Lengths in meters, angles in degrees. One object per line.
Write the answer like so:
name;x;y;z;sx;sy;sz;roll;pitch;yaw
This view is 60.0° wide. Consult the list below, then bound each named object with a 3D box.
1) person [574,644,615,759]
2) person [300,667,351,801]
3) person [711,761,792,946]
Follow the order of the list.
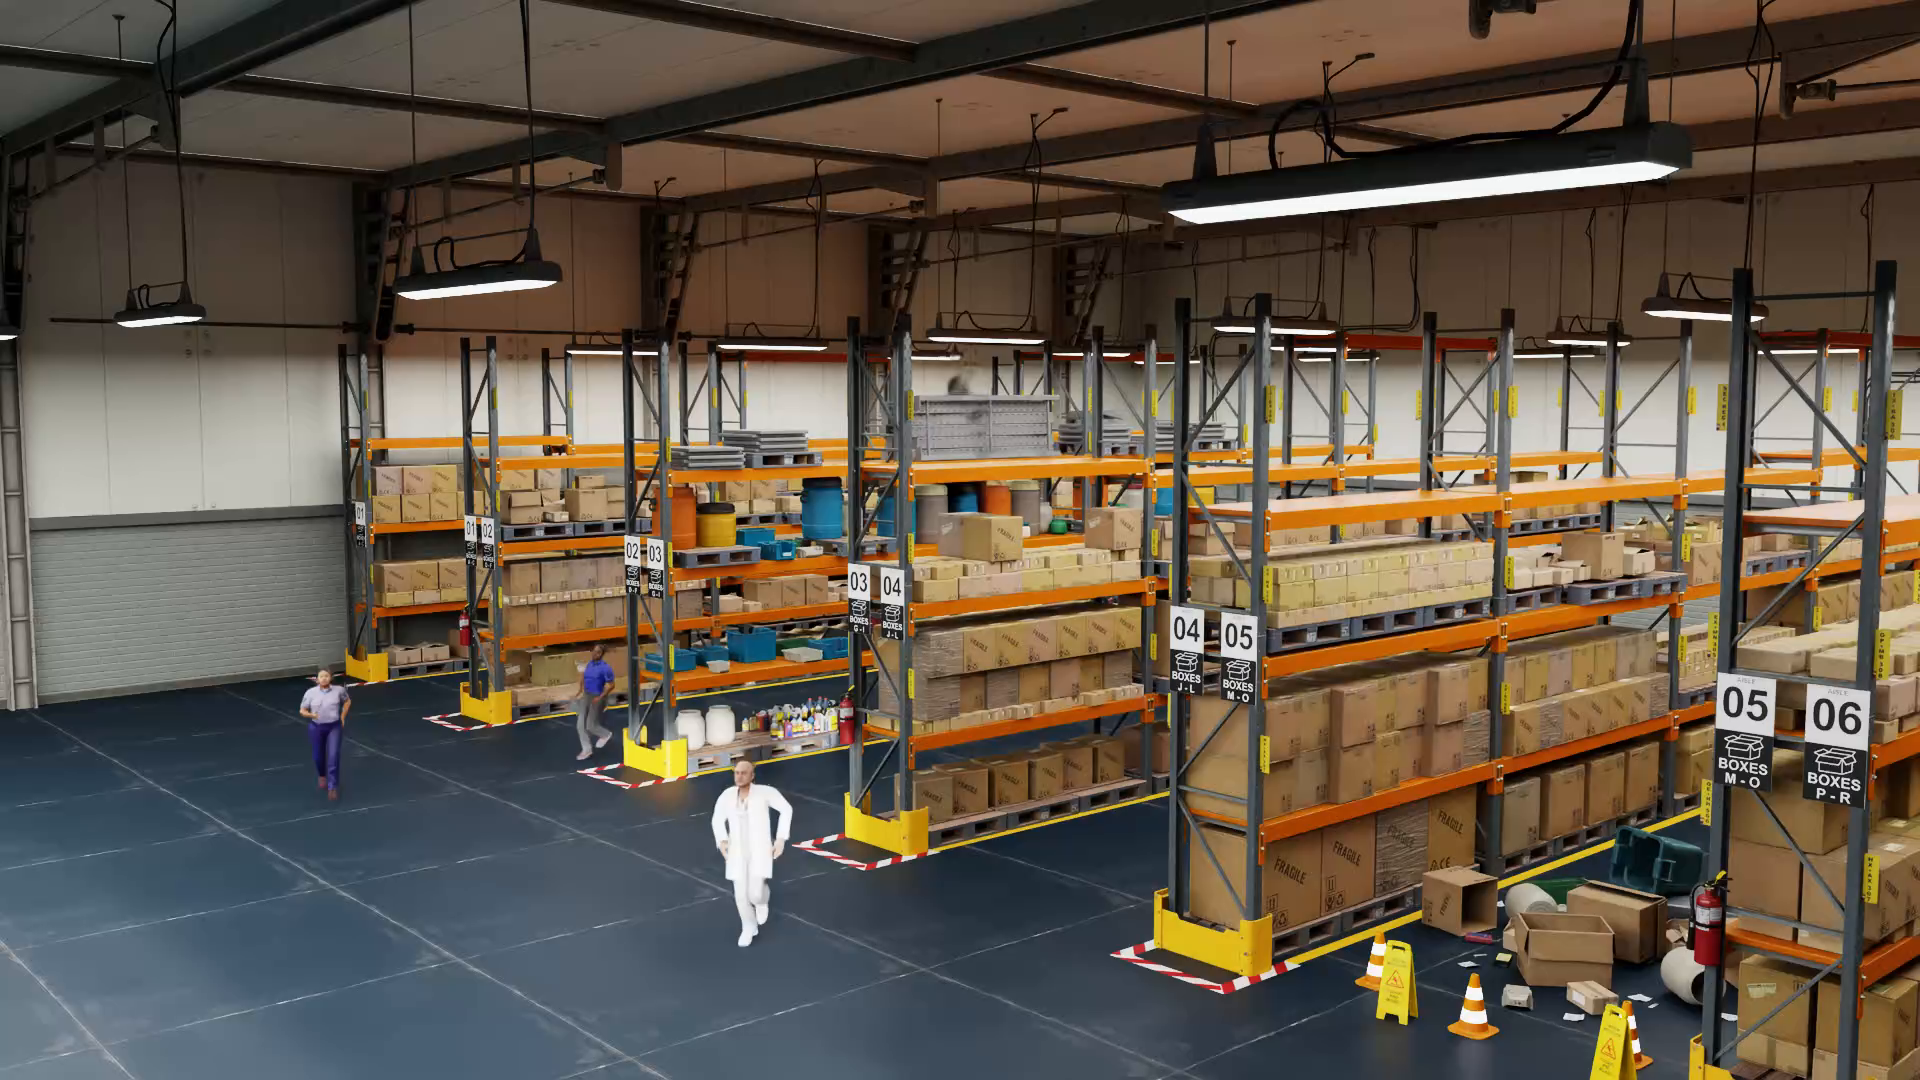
person;-5.121;2.270;23.516;0.625;1.623;0.613;3;6;29
person;-8.054;2.431;21.129;0.612;1.634;0.894;-2;5;-21
person;-1.963;2.920;15.521;0.735;1.743;0.701;1;5;9
